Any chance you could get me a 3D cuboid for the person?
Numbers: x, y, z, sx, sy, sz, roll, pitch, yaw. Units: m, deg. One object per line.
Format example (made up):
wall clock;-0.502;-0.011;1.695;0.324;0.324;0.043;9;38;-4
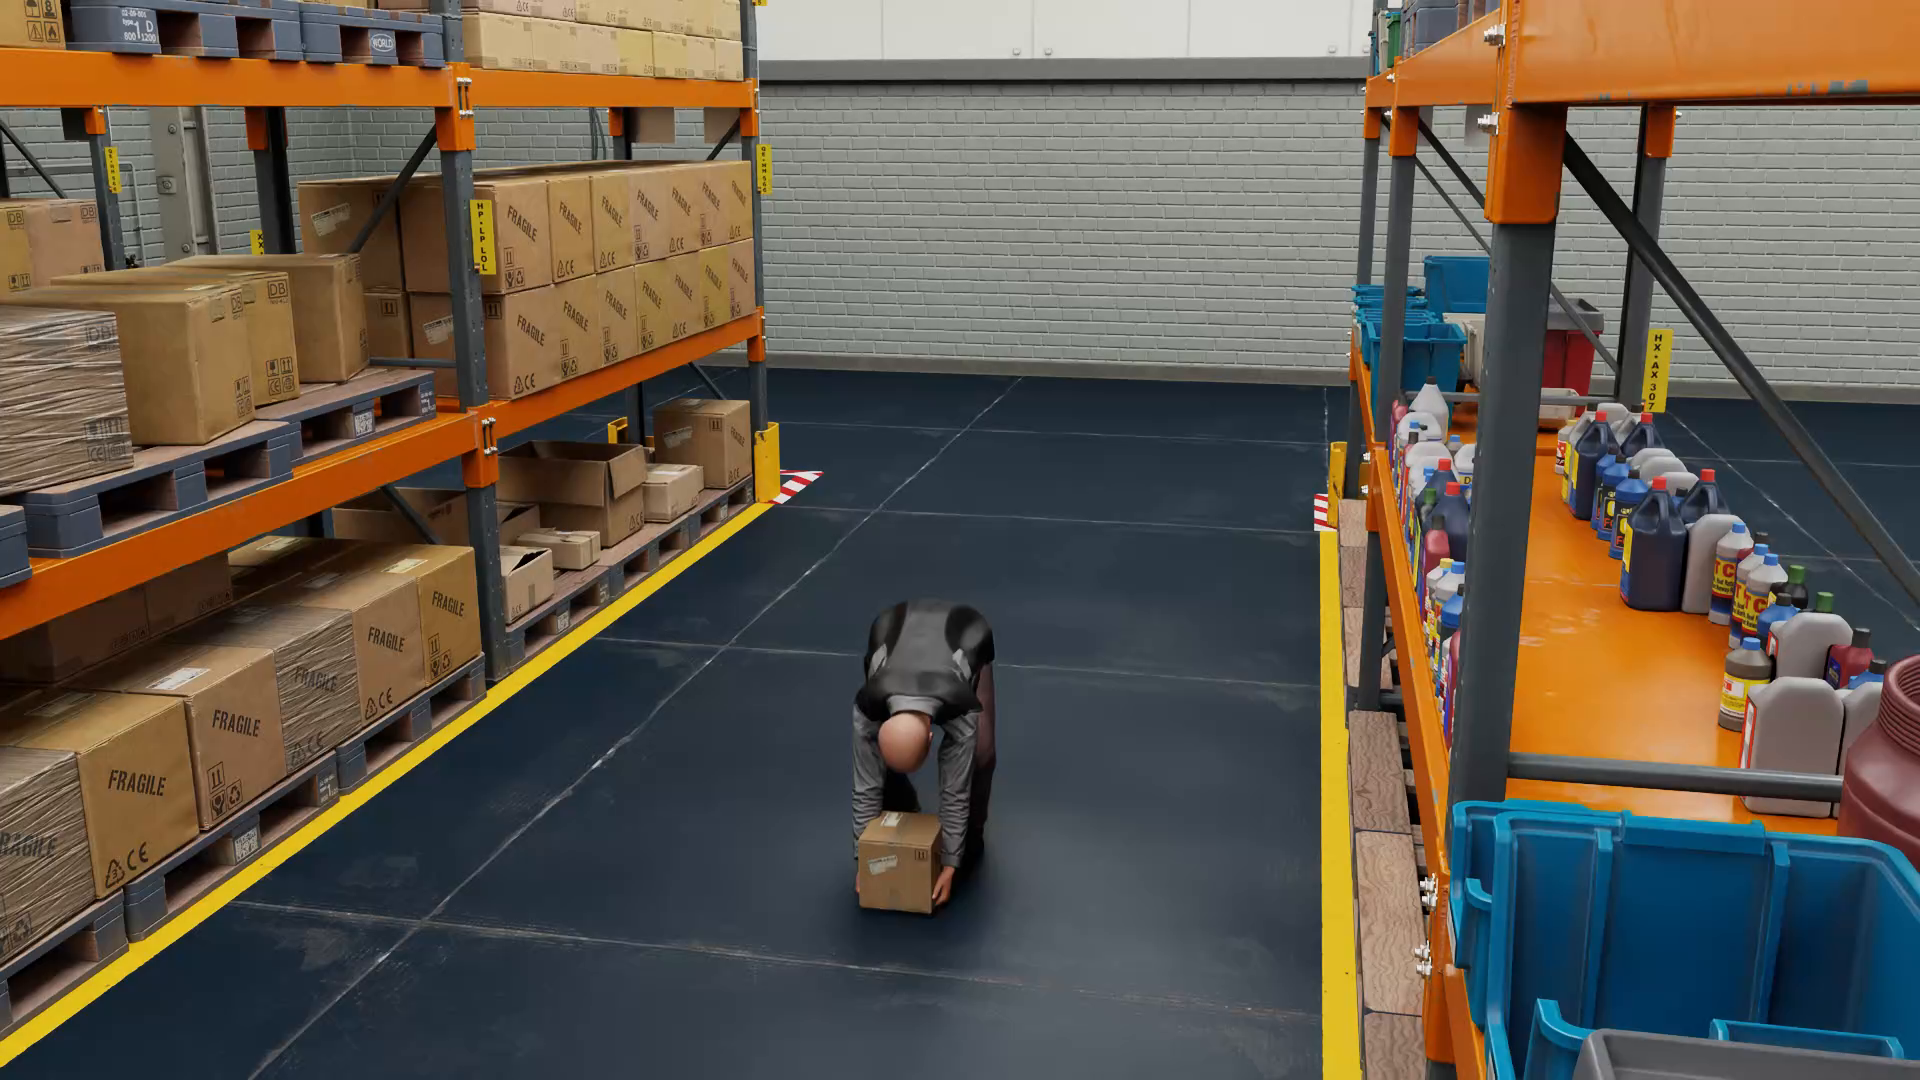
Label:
person;-0.128;0.715;5.903;0.519;0.922;0.947;2;15;9
